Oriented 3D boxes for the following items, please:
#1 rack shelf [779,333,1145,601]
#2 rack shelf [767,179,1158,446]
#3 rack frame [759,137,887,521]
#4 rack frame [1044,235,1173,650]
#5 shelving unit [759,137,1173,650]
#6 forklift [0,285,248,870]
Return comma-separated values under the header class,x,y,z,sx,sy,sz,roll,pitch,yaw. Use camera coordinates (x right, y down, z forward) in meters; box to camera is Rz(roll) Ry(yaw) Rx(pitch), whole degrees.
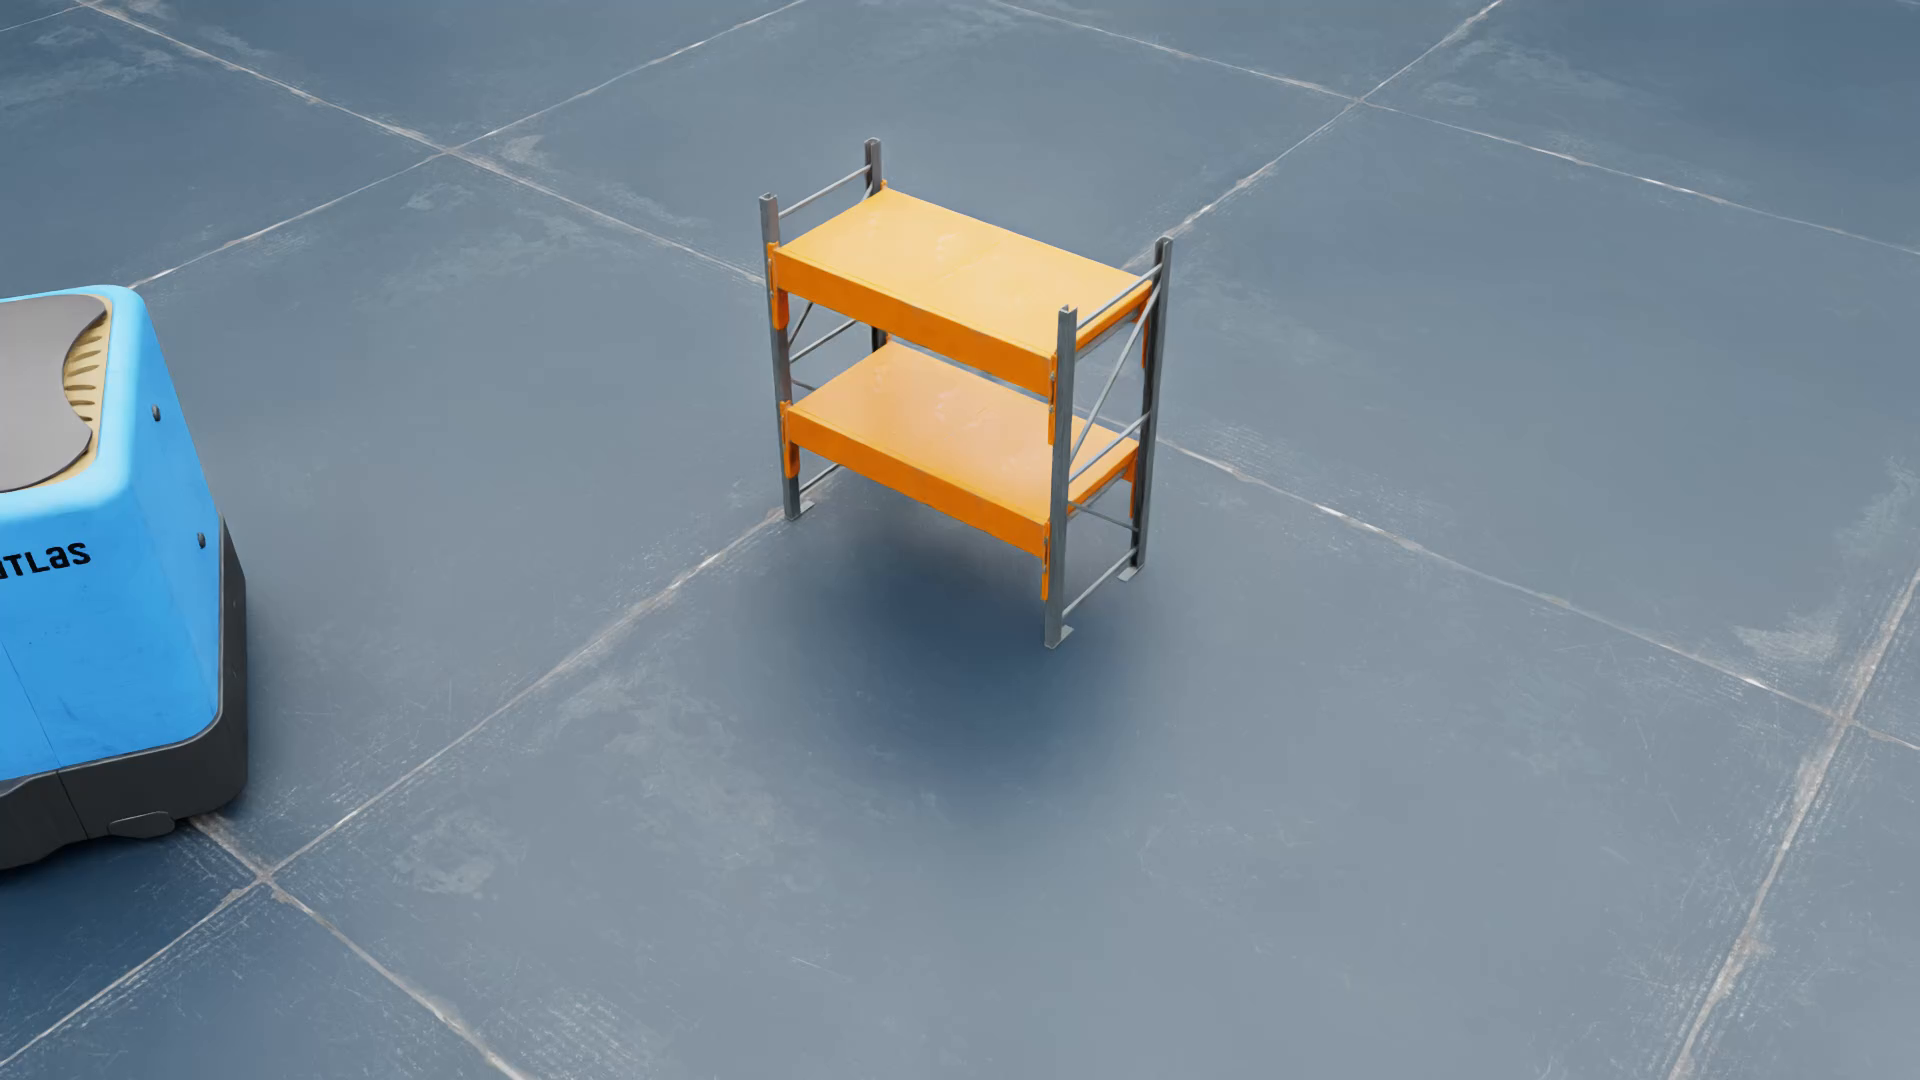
class,x,y,z,sx,sy,sz,roll,pitch,yaw
rack shelf,0.005,-0.248,5.051,1.000,0.278,0.538,25,45,29
rack shelf,0.005,-0.671,4.720,1.000,0.278,0.538,25,45,29
rack frame,-0.398,-0.631,5.143,0.032,1.125,0.500,25,45,29
rack frame,0.409,-0.250,4.657,0.032,1.125,0.500,25,45,29
shelving unit,0.005,-0.440,4.900,1.048,1.125,0.538,25,45,29
forklift,-3.431,-0.423,3.412,3.031,2.935,1.130,-12,40,-15
